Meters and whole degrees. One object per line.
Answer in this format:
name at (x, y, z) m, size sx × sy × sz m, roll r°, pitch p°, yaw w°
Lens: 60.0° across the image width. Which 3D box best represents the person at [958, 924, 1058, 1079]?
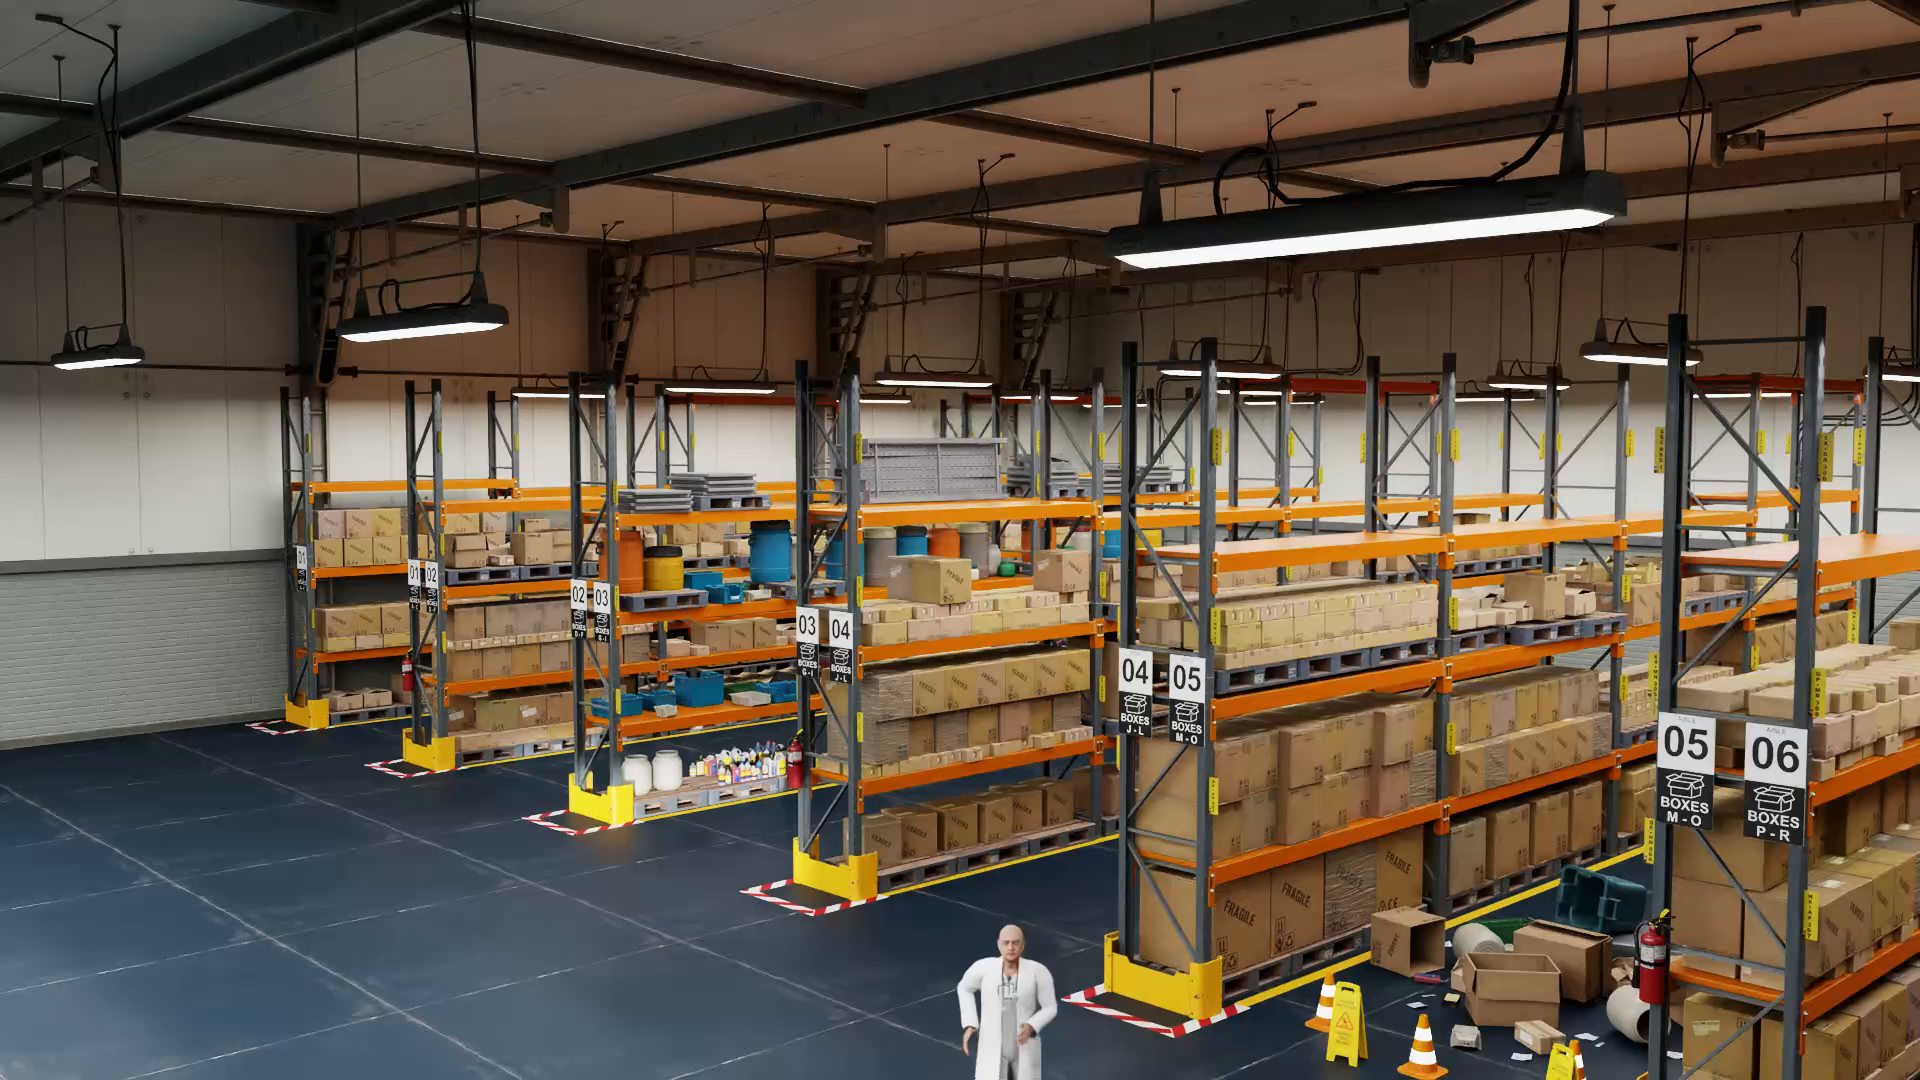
person at (0.334, 3.548, 11.525) m, size 0.697 × 1.738 × 0.662 m, roll 0°, pitch 4°, yaw -1°
